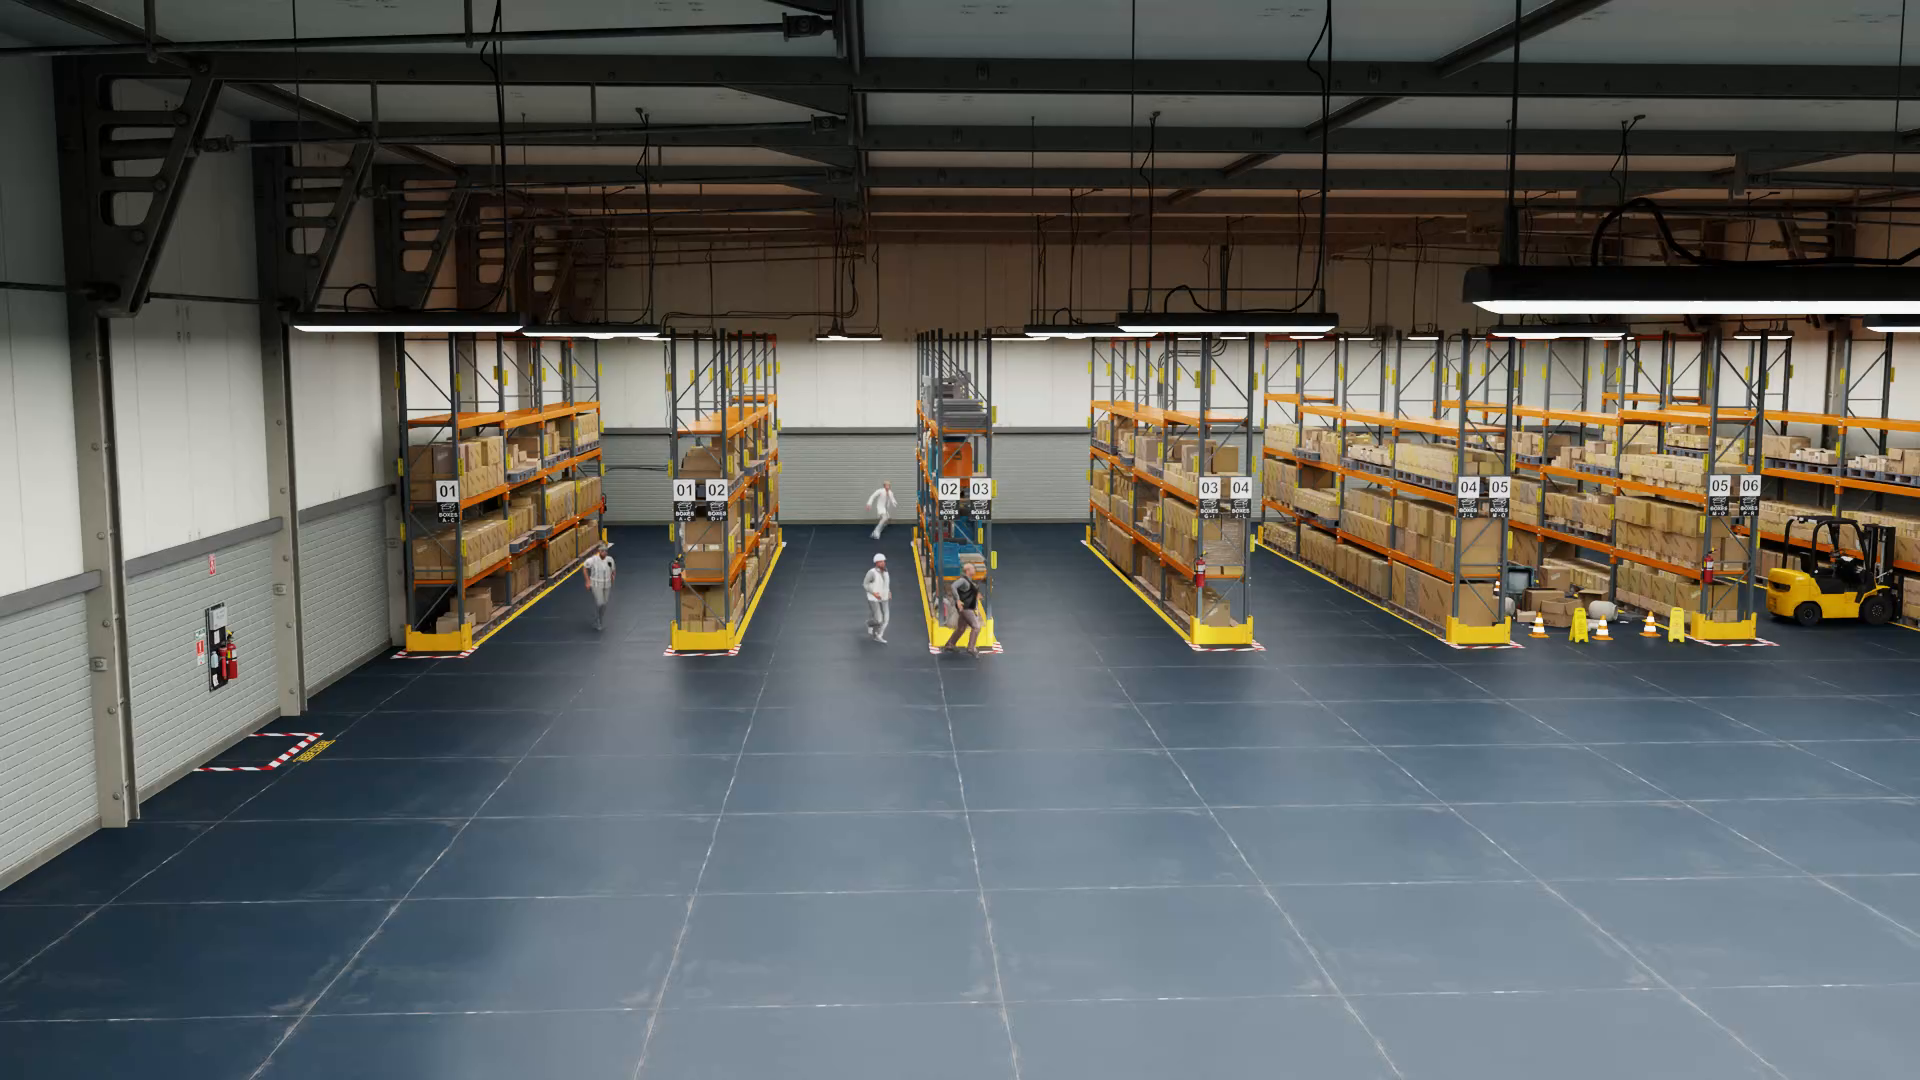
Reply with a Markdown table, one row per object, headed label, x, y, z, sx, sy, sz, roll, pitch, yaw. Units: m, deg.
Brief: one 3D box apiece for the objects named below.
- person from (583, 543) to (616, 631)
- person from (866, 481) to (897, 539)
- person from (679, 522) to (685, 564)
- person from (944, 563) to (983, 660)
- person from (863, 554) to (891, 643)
| label | x | y | z | sx | sy | sz | roll | pitch | yaw |
| --- | --- | --- | --- | --- | --- | --- | --- | --- | --- |
| person | -7.208 | 0.947 | 33.386 | 0.605 | 1.803 | 0.825 | -5 | 8 | -35 |
| person | -2.229 | -0.875 | 49.099 | 0.702 | 1.695 | 0.910 | 5 | 8 | 37 |
| person | -7.041 | -0.128 | 42.827 | 0.664 | 1.614 | 0.936 | -2 | 7 | -20 |
| person | 0.058 | 1.310 | 30.296 | 0.714 | 1.783 | 0.745 | 1 | 7 | 12 |
| person | -1.613 | 1.112 | 32.003 | 0.645 | 1.722 | 0.644 | -5 | 9 | -39 |
